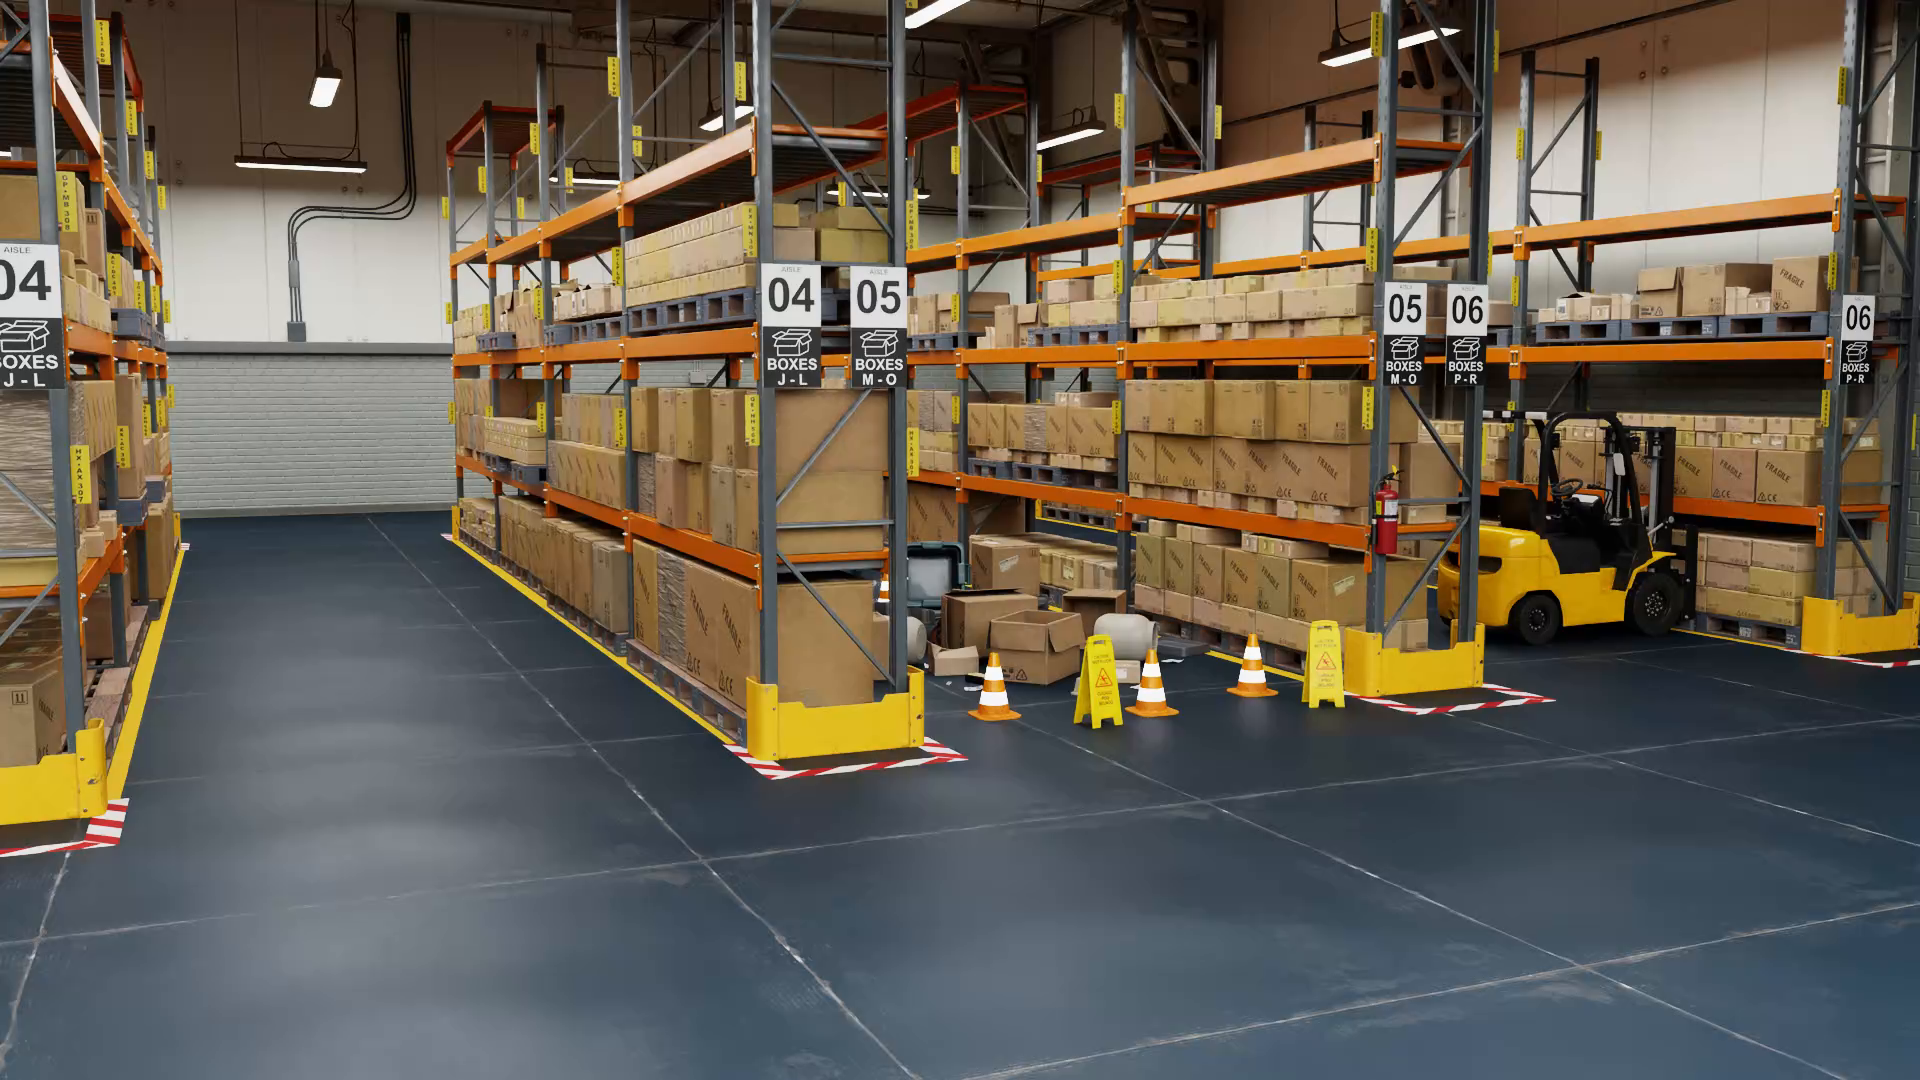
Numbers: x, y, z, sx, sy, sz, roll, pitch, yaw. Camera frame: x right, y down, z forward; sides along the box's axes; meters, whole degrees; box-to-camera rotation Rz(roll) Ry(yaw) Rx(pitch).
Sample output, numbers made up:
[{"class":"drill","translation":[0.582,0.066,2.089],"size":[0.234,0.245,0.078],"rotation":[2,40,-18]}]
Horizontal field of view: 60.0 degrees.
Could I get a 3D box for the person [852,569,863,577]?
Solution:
[{"class":"person","translation":[-1.324,-0.134,18.540],"size":[0.430,1.598,0.560],"rotation":[-4,7,-35]}]
